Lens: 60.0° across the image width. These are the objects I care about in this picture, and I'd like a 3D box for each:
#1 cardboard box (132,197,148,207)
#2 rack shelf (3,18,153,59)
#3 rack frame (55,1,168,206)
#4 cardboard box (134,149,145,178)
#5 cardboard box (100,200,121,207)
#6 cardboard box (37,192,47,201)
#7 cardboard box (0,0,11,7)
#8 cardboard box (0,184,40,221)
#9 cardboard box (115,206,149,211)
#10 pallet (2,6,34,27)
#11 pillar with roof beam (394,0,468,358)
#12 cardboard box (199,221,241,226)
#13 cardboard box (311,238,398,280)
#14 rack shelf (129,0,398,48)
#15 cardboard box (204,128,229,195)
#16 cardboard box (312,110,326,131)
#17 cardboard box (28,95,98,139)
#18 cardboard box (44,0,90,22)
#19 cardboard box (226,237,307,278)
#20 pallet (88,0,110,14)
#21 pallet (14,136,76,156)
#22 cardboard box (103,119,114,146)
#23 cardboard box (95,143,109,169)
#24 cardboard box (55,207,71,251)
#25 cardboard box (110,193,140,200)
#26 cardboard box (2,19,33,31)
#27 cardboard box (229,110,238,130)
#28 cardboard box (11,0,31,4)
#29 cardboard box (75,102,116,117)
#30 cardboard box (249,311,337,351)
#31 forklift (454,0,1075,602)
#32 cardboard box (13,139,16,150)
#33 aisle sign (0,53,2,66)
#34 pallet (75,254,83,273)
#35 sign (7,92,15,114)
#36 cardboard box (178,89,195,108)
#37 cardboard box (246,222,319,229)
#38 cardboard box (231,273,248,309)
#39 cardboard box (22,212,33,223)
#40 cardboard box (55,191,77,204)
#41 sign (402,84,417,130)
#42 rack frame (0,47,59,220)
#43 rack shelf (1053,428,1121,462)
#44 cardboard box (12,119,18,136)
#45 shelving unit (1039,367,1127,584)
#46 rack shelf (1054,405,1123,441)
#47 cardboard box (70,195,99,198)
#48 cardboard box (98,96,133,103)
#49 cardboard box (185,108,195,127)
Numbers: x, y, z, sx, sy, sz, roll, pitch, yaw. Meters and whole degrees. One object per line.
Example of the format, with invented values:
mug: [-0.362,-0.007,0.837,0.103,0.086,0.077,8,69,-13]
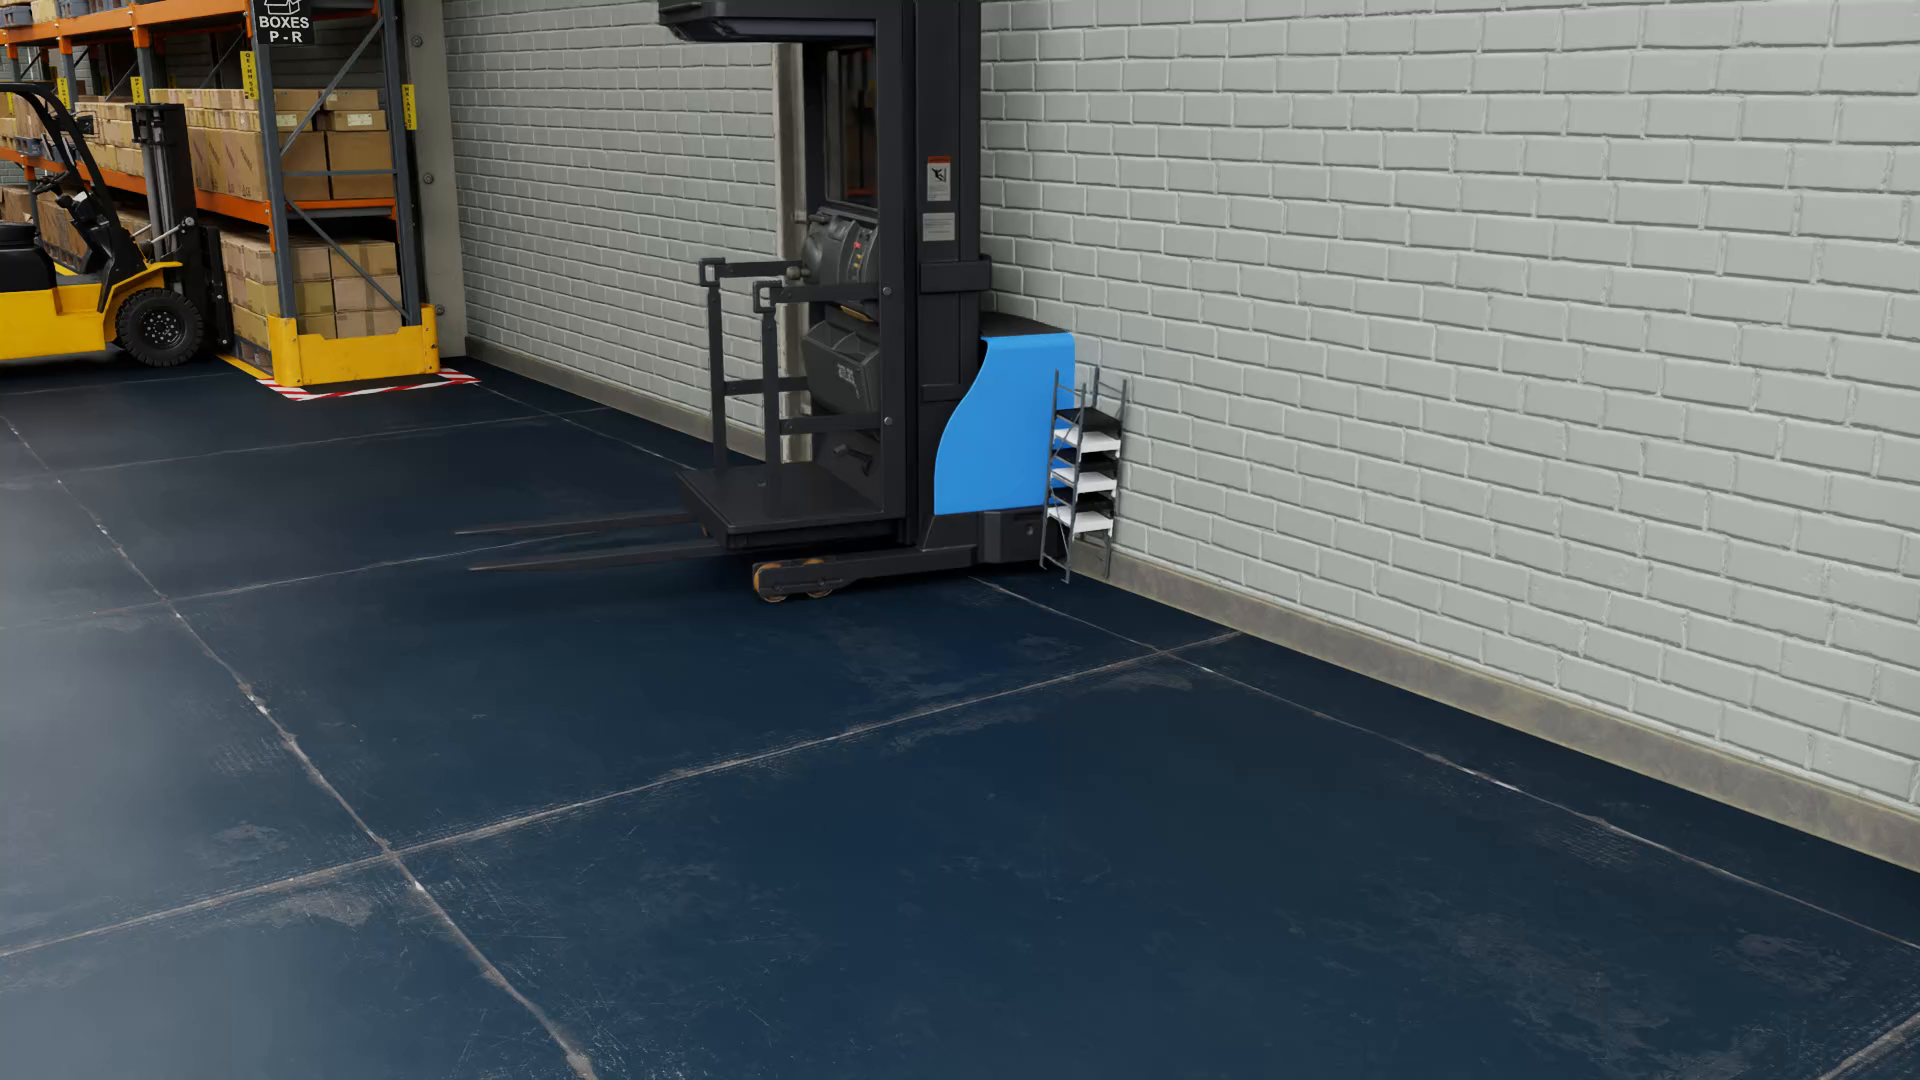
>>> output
cardboard box: [-9.463,-3.931,19.468,0.380,0.149,0.250,-10,18,-33]
rack shelf: [-10.450,-5.928,19.732,1.077,0.370,4.000,-11,19,-35]
rack frame: [-9.274,-4.401,18.473,1.000,3.000,0.127,-11,19,-35]
cardboard box: [-7.430,-3.541,15.617,0.500,0.250,0.500,-10,18,-33]
cardboard box: [-9.769,-3.777,18.903,0.380,0.149,0.250,-12,19,-37]
cardboard box: [-11.630,-4.447,21.352,0.380,0.149,0.250,-10,18,-32]
cardboard box: [-11.648,-6.645,20.482,0.380,0.149,0.250,-11,19,-34]
cardboard box: [-13.695,-4.962,24.457,0.797,0.503,0.637,-12,19,-37]
cardboard box: [-8.918,-3.323,18.236,0.875,0.625,0.625,-10,18,-33]
pallet: [-10.687,-6.240,19.866,1.213,0.211,1.003,-11,19,-35]
pillar with roof beam: [-7.733,-5.206,10.052,9.100,9.000,0.400,-11,19,-35]
cardboard box: [-6.599,-2.642,14.567,0.500,0.250,0.500,-11,19,-34]
cardboard box: [-4.700,-2.183,12.889,0.500,0.250,0.500,-11,19,-35]
rack shelf: [-5.746,-4.219,13.491,1.077,0.370,4.000,-11,19,-35]
cardboard box: [-5.671,-3.027,13.263,0.500,0.500,0.500,-11,19,-36]
cardboard box: [-4.756,-3.209,12.701,0.380,0.149,0.250,-11,19,-35]
cardboard box: [-10.756,-5.089,20.004,0.700,0.500,0.500,-11,19,-35]
cardboard box: [-9.772,-5.847,18.359,0.500,0.250,0.500,-12,19,-36]
cardboard box: [-5.398,-2.209,12.984,0.500,0.250,0.500,-10,18,-34]
pallet: [-8.143,-5.387,16.752,1.003,0.211,1.213,-10,18,-32]
pallet: [-11.244,-4.975,20.933,1.003,0.211,1.213,-11,19,-35]
cardboard box: [-8.303,-4.110,16.748,0.500,0.250,0.500,-11,19,-34]
cardboard box: [-8.610,-3.979,17.215,0.500,0.250,0.500,-12,19,-36]
cardboard box: [-10.612,-3.782,20.153,0.500,0.500,0.500,-12,19,-37]
cardboard box: [-10.132,-4.138,20.224,0.380,0.149,0.250,-11,19,-34]
cardboard box: [-12.076,-6.611,21.344,0.380,0.149,0.250,-11,19,-35]
cardboard box: [-5.414,-3.254,12.863,0.380,0.149,0.250,-11,19,-35]
cardboard box: [-11.027,-6.432,19.705,0.380,0.149,0.250,-10,18,-33]
cardboard box: [-9.325,-4.648,17.958,0.380,0.149,0.250,-10,18,-33]
cardboard box: [-5.102,-1.620,12.726,0.500,0.250,0.500,-11,19,-34]
forklift: [-0.717,-1.305,7.290,3.031,2.935,1.130,-6,16,-20]
cardboard box: [-12.361,-5.267,22.112,0.380,0.149,0.250,-10,18,-33]
aisle sign: [-14.255,-7.332,24.258,0.394,0.787,0.004,-11,19,-35]
pallet: [-9.682,-3.221,19.445,1.003,0.211,1.213,-11,19,-35]
sign: [-12.060,-5.587,21.165,0.100,0.325,0.005,-11,19,-35]
cardboard box: [-6.348,-3.720,14.004,0.380,0.149,0.250,-11,19,-35]
cardboard box: [-5.880,-2.614,14.464,0.500,0.250,0.500,-11,19,-34]
cardboard box: [-5.395,-1.974,13.073,0.500,0.250,0.500,-11,19,-35]
cardboard box: [-12.401,-4.288,22.446,0.396,0.266,0.258,-10,18,-33]
cardboard box: [-10.956,-4.231,20.563,0.380,0.149,0.250,-11,19,-35]
sign: [-4.118,-3.233,12.417,0.100,0.325,0.005,-11,19,-35]
rack frame: [-13.978,-6.109,24.714,1.000,3.000,0.127,-11,19,-35]
rack shelf: [0.540,-0.419,7.191,0.200,0.077,0.258,-7,22,-28]
cardboard box: [-12.122,-5.397,21.833,0.500,0.250,0.500,-10,18,-33]
shelving unit: [0.531,-0.281,7.240,0.210,0.900,0.258,-7,22,-28]
rack shelf: [0.545,-0.504,7.160,0.200,0.077,0.258,-7,22,-28]
cardboard box: [-10.339,-4.010,19.755,0.380,0.149,0.250,-11,19,-35]
cardboard box: [-9.450,-4.786,18.894,0.500,0.500,0.500,-10,18,-32]
cardboard box: [-6.218,-3.521,13.840,0.380,0.149,0.250,-12,19,-36]
